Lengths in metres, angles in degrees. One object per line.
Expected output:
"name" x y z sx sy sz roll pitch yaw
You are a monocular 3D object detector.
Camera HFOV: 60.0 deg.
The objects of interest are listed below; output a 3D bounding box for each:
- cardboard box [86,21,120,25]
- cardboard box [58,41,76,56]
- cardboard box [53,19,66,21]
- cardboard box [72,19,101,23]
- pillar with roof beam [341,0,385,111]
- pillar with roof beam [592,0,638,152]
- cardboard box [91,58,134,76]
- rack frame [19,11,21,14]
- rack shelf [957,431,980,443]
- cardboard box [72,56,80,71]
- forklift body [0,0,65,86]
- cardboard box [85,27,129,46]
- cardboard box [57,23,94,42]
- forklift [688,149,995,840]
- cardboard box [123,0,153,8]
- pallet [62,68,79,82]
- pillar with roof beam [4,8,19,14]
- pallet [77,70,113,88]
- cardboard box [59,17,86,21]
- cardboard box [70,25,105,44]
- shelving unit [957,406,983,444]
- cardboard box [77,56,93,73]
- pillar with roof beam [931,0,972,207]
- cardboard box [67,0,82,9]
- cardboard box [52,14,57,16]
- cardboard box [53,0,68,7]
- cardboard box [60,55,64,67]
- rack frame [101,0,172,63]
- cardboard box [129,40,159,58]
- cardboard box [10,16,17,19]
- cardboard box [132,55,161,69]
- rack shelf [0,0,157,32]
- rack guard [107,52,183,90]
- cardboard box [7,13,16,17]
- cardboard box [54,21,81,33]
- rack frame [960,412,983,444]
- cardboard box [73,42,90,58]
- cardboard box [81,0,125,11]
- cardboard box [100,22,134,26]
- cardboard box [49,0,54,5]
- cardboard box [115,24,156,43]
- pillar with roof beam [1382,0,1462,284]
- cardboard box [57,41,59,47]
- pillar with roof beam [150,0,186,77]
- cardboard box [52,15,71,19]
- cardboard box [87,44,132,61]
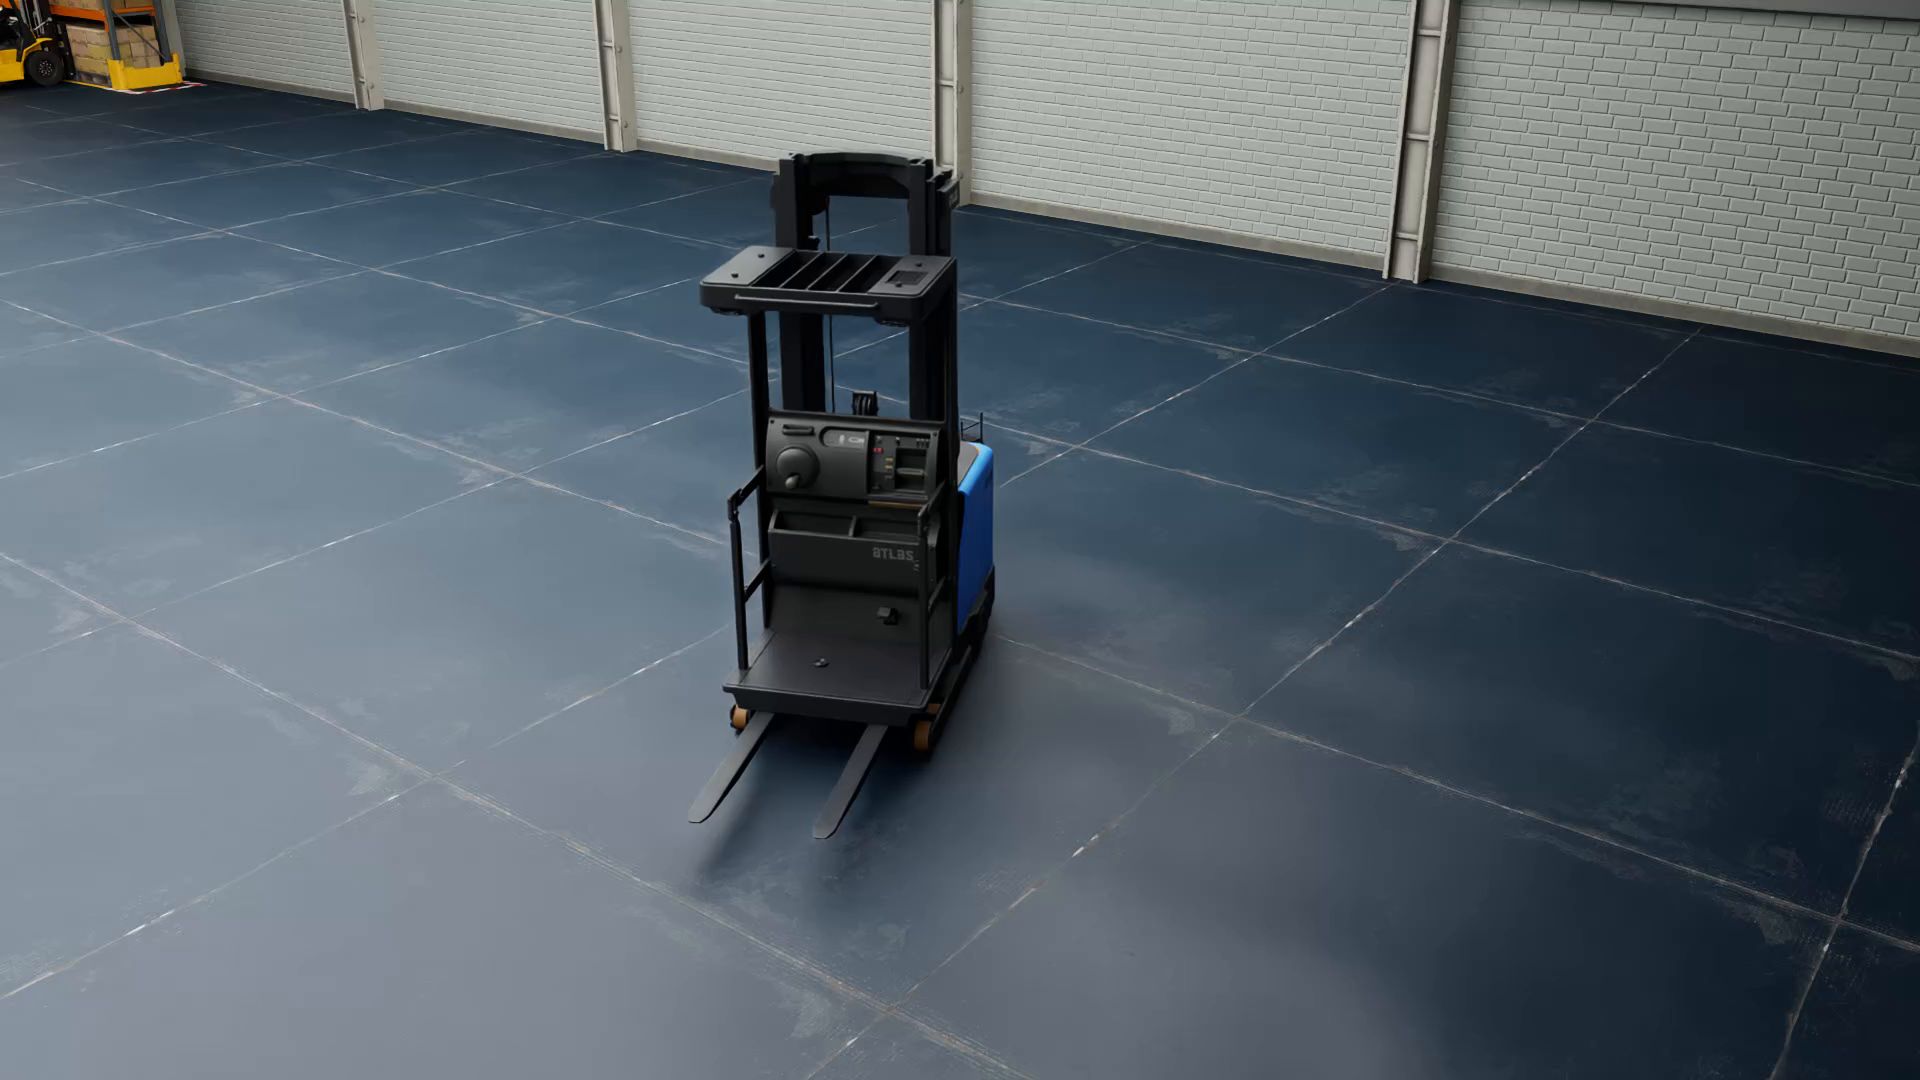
"cardboard box" -15.556 -9.295 30.276 0.500 0.250 0.500 17 29 33
"cardboard box" -15.887 -8.905 30.009 0.500 0.250 0.500 16 28 32
"cardboard box" -16.683 -9.379 30.467 0.500 0.250 0.500 18 29 35
"cardboard box" -15.962 -9.421 30.562 0.500 0.250 0.500 16 28 32
"pillar with roof beam" -12.287 -9.847 22.438 0.400 9.000 9.100 17 29 33
"pillar with roof beam" -7.485 -8.396 19.145 0.400 9.000 9.100 17 29 33
"cardboard box" -15.055 -8.428 29.547 0.500 0.250 0.500 17 29 34
"rack frame" -17.690 -10.450 31.247 0.127 3.000 1.000 17 29 33
"rack shelf" -0.006 -0.630 10.978 0.200 0.077 0.258 17 29 33
"cardboard box" -15.842 -8.675 30.108 0.500 0.250 0.500 17 29 34
"forklift body" -17.101 -8.964 28.927 1.214 2.155 2.313 17 29 33
"cardboard box" -15.045 -8.885 29.344 0.500 0.250 0.500 18 29 35
"cardboard box" -15.867 -9.125 29.889 0.500 0.250 0.500 17 29 34
"forklift" -0.609 -0.396 8.513 1.130 2.935 3.031 5 24 11
"cardboard box" -14.719 -9.738 29.506 0.500 0.500 0.500 18 29 35
"pallet" -16.098 -8.673 30.672 1.213 0.211 1.003 17 29 33
"pillar with roof beam" -21.889 -12.749 29.024 0.400 9.000 9.100 17 29 33
"pallet" -15.126 -8.378 30.002 1.213 0.211 1.003 17 29 33
"cardboard box" -16.369 -9.540 30.832 0.500 0.250 0.500 17 29 34
"cardboard box" -15.457 -9.006 29.620 0.500 0.250 0.500 17 29 34
"shelving unit" -0.006 -0.414 11.073 0.210 0.900 0.258 17 29 33
"cardboard box" -15.447 -8.551 29.827 0.500 0.250 0.500 17 29 33
"pillar with roof beam" -2.684 -6.945 15.852 0.400 9.000 9.100 17 29 33
"cardboard box" -15.450 -9.691 29.400 0.500 0.500 0.500 18 29 35
"cardboard box" -17.180 -9.785 31.386 0.500 0.250 0.500 17 29 34
"cardboard box" -15.860 -9.815 29.681 0.500 0.500 0.500 16 29 32
"cardboard box" -16.271 -8.794 30.377 0.500 0.250 0.500 18 29 35
"rack frame" -14.489 -9.482 29.051 0.127 3.000 1.000 17 29 33
"cardboard box" -14.741 -8.826 29.830 0.500 0.250 0.500 17 29 34
"cardboard box" -17.491 -9.623 31.019 0.500 0.250 0.500 16 29 33
"cardboard box" -14.765 -8.598 29.934 0.500 0.250 0.500 17 29 34
"rack shelf" -16.090 -9.637 30.294 4.000 0.370 1.077 17 29 33
"rack guard" -14.470 -8.333 29.542 0.348 0.500 1.175 17 29 33
"cardboard box" -18.730 -9.868 32.350 0.625 0.625 0.875 16 29 33
"cardboard box" -16.267 -9.250 30.173 0.500 0.250 0.500 16 28 32
"rack frame" 0.075 -0.389 11.017 0.006 0.900 0.240 17 29 33
"cardboard box" -15.461 -8.787 29.741 0.500 0.250 0.500 16 29 33
"cardboard box" -15.040 -9.562 29.109 0.500 0.500 0.500 16 28 32
"cardboard box" -15.162 -9.171 29.993 0.500 0.250 0.500 17 29 33
"cardboard box" -16.269 -9.933 29.949 0.500 0.500 0.500 17 29 34
"cardboard box" -14.760 -9.051 29.722 0.500 0.250 0.500 16 29 33
"pillar with roof beam" 2.117 -5.494 12.559 0.400 9.000 9.100 17 29 33
"cardboard box" -16.285 -9.027 30.287 0.500 0.250 0.500 17 29 33
"pillar with roof beam" -17.088 -11.298 25.731 0.400 9.000 9.100 17 29 33
"cardboard box" -16.766 -9.667 31.119 0.500 0.250 0.500 16 29 33
"cardboard box" -15.066 -8.662 29.458 0.500 0.250 0.500 16 29 33
